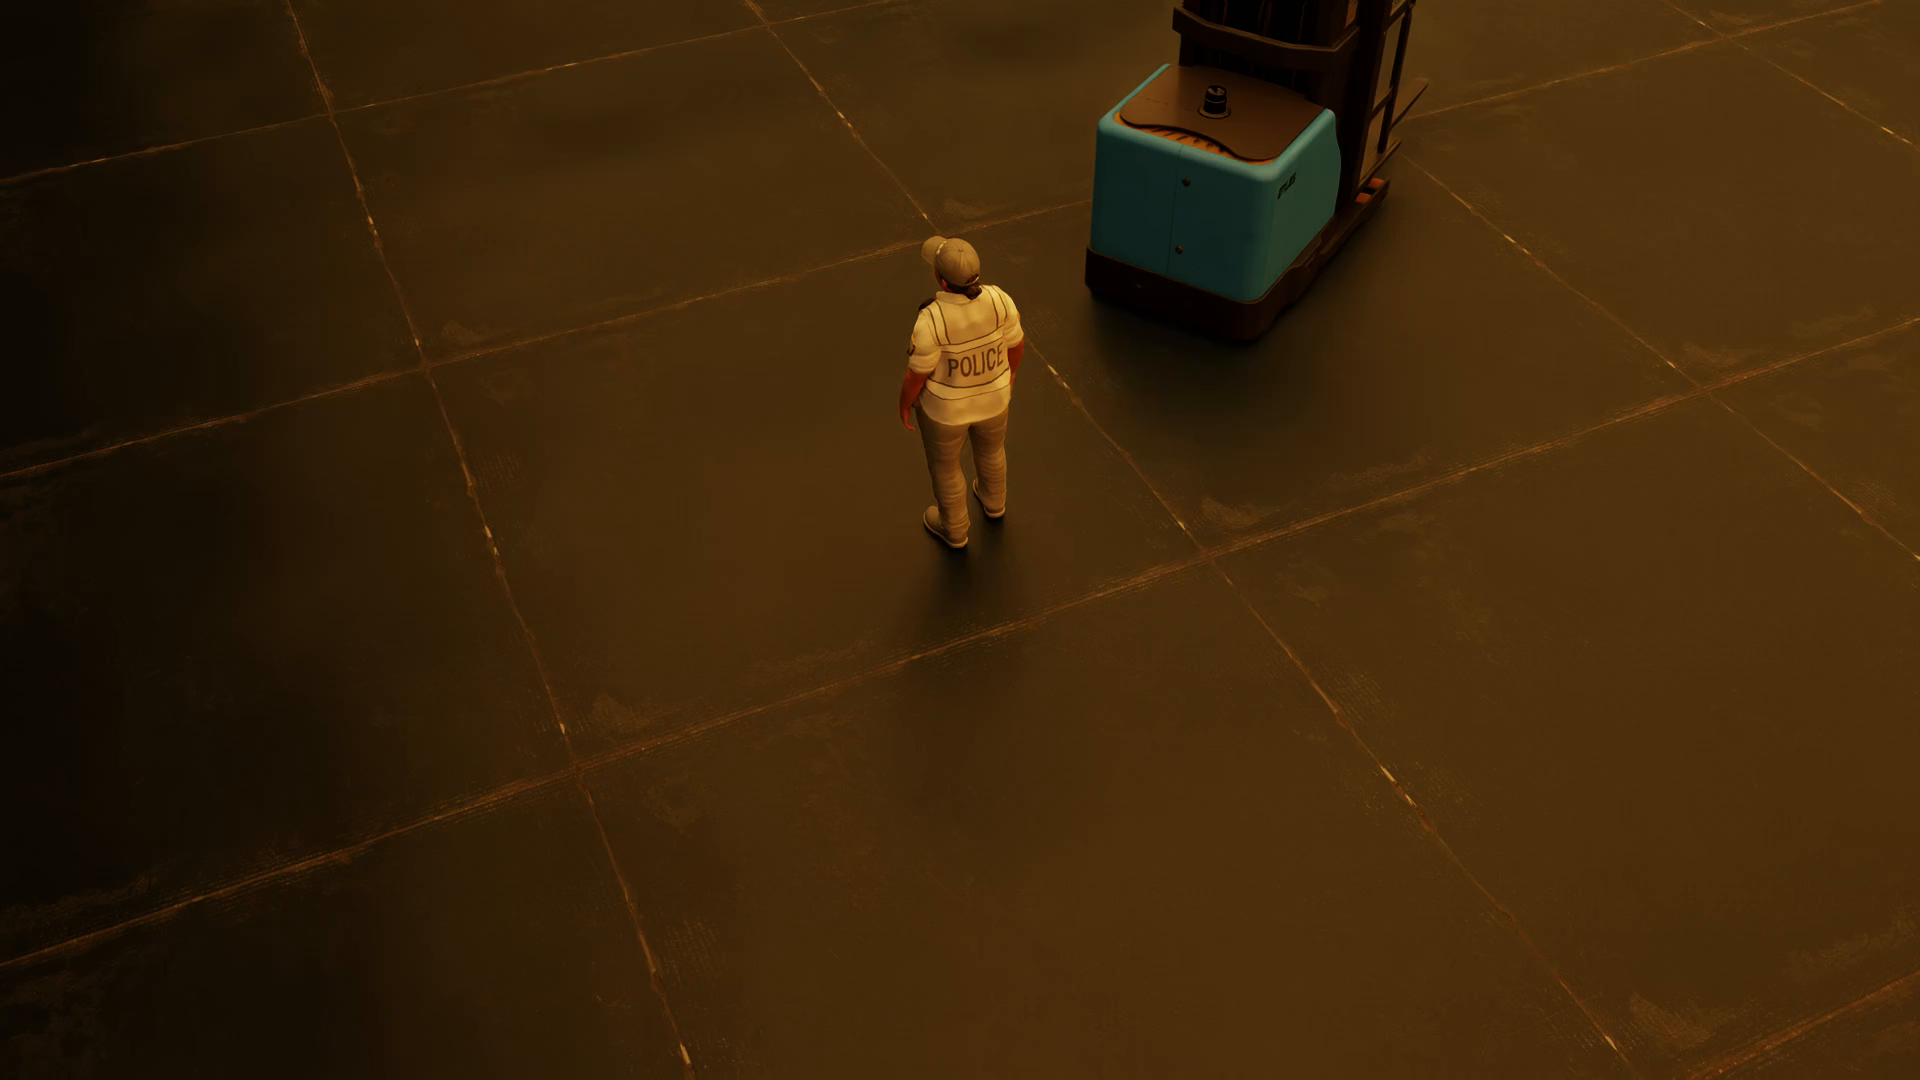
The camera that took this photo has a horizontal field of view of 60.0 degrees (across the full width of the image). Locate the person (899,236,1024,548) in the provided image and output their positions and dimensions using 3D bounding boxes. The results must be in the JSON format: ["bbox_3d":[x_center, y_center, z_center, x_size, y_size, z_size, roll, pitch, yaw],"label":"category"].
[{"bbox_3d":[-0.012,-0.669,7.312,0.599,1.670,0.529,-18,46,-18],"label":"person"}]

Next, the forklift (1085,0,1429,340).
[{"bbox_3d":[1.911,-3.117,9.020,1.130,2.935,3.031,24,48,23],"label":"forklift"}]
